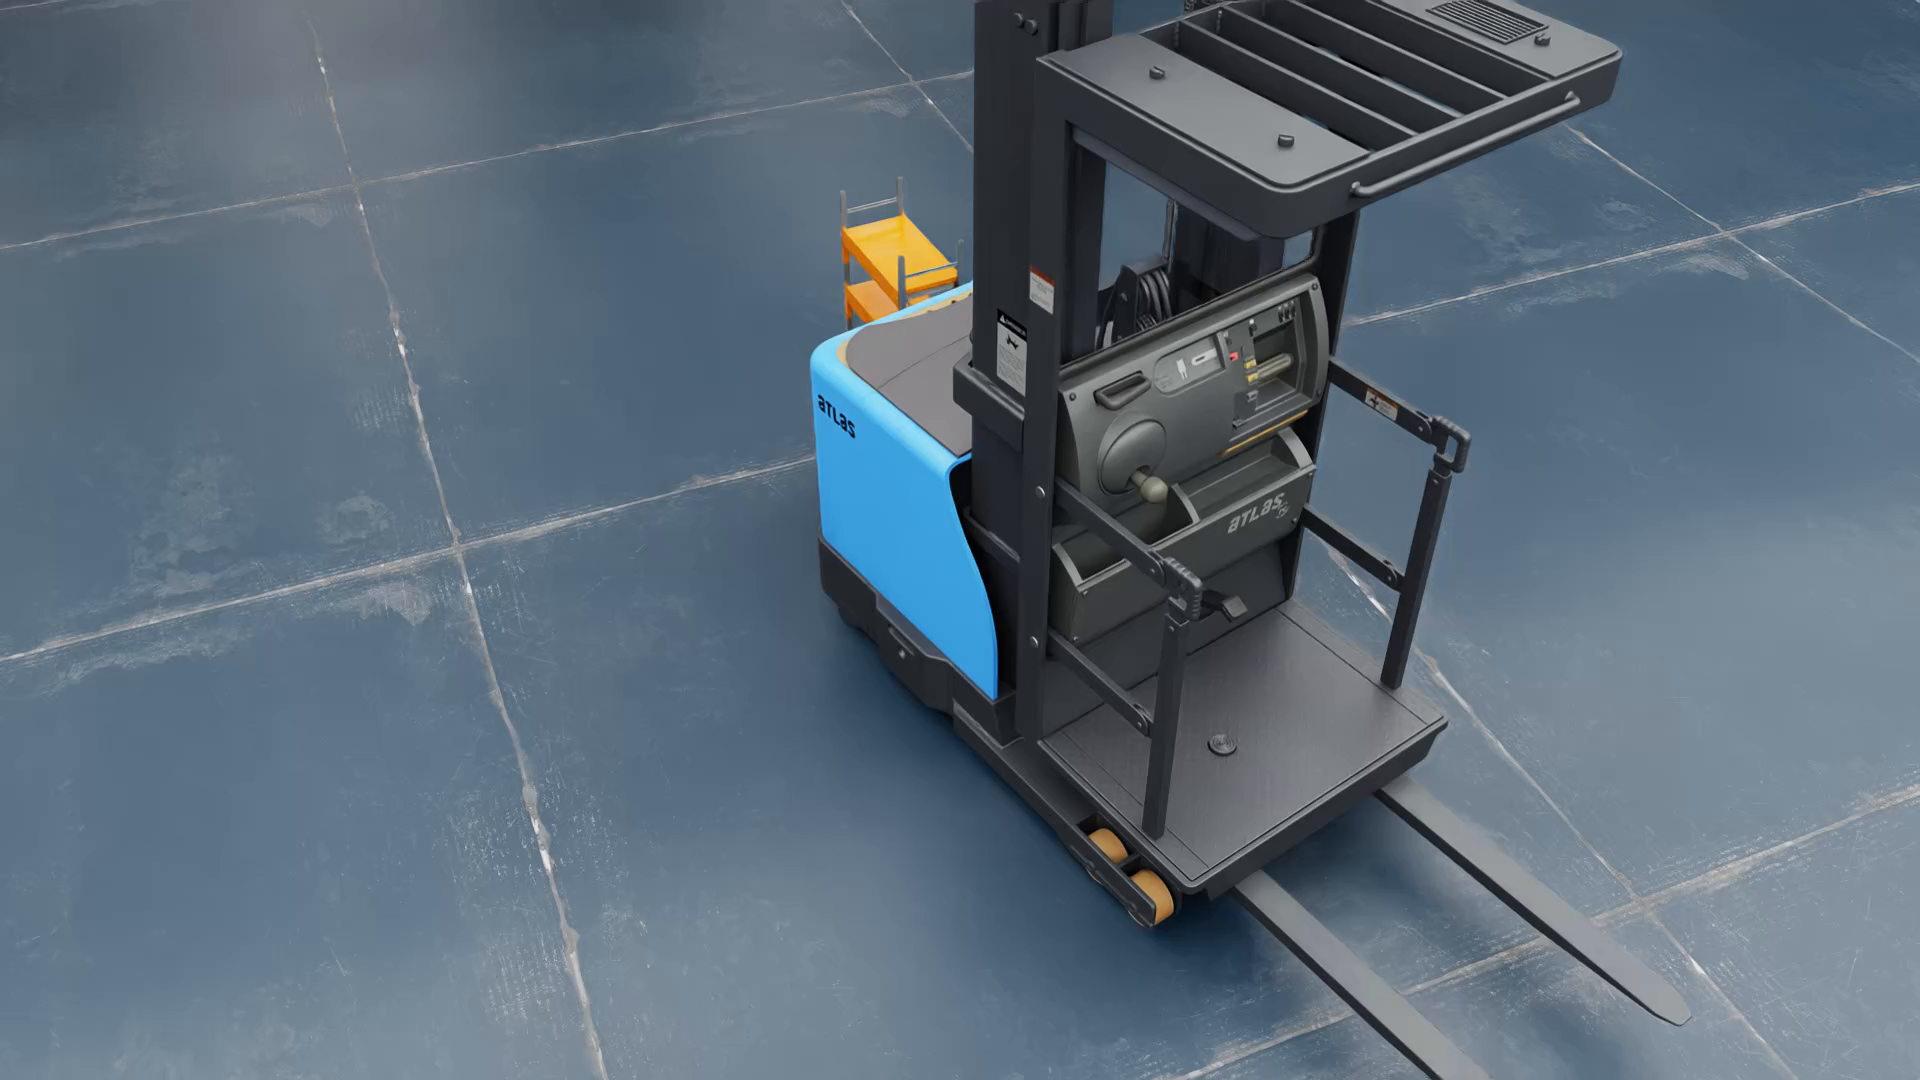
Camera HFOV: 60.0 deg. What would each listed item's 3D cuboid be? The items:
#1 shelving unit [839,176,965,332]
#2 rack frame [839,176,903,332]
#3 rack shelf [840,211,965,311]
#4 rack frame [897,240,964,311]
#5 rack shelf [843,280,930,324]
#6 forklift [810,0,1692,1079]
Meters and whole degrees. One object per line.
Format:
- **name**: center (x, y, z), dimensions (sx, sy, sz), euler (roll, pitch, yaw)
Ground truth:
- **shelving unit**: center (-0.205, -0.658, 6.094), dimensions (0.258, 1.200, 0.503), euler (-18, 44, -20)
- **rack frame**: center (-0.314, -0.800, 6.260), dimensions (0.240, 1.200, 0.015), euler (-18, 44, -20)
- **rack shelf**: center (-0.205, -0.956, 5.838), dimensions (0.258, 0.148, 0.480), euler (-18, 44, -20)
- **rack frame**: center (-0.097, -0.515, 5.929), dimensions (0.240, 1.200, 0.015), euler (-18, 44, -20)
- **rack shelf**: center (-0.205, -0.776, 5.992), dimensions (0.258, 0.148, 0.480), euler (-18, 44, -20)
- **forklift**: center (0.784, -0.337, 4.394), dimensions (1.130, 2.935, 3.031), euler (-26, 47, -27)
